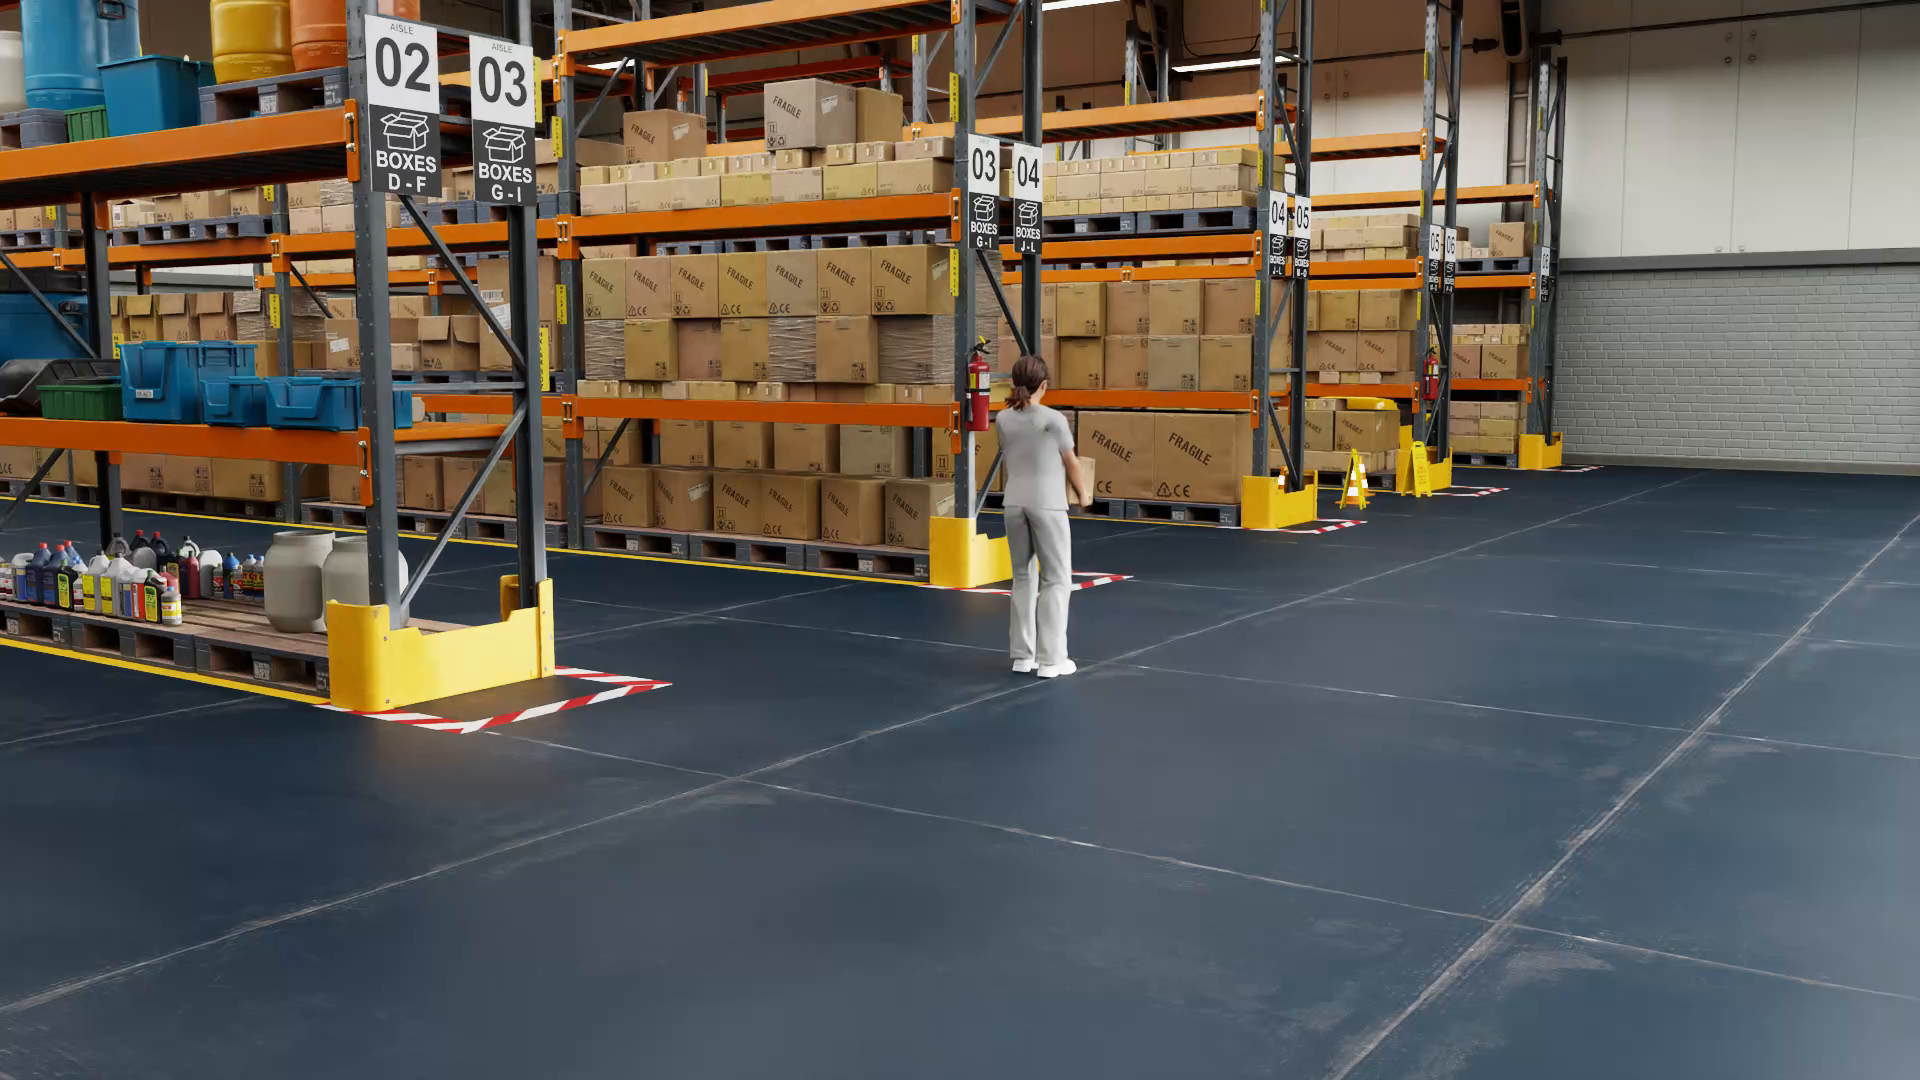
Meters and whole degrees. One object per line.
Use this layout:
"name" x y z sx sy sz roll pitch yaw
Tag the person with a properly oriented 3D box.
"person" 0.432 -0.133 8.708 0.431 1.668 0.545 4 8 33
